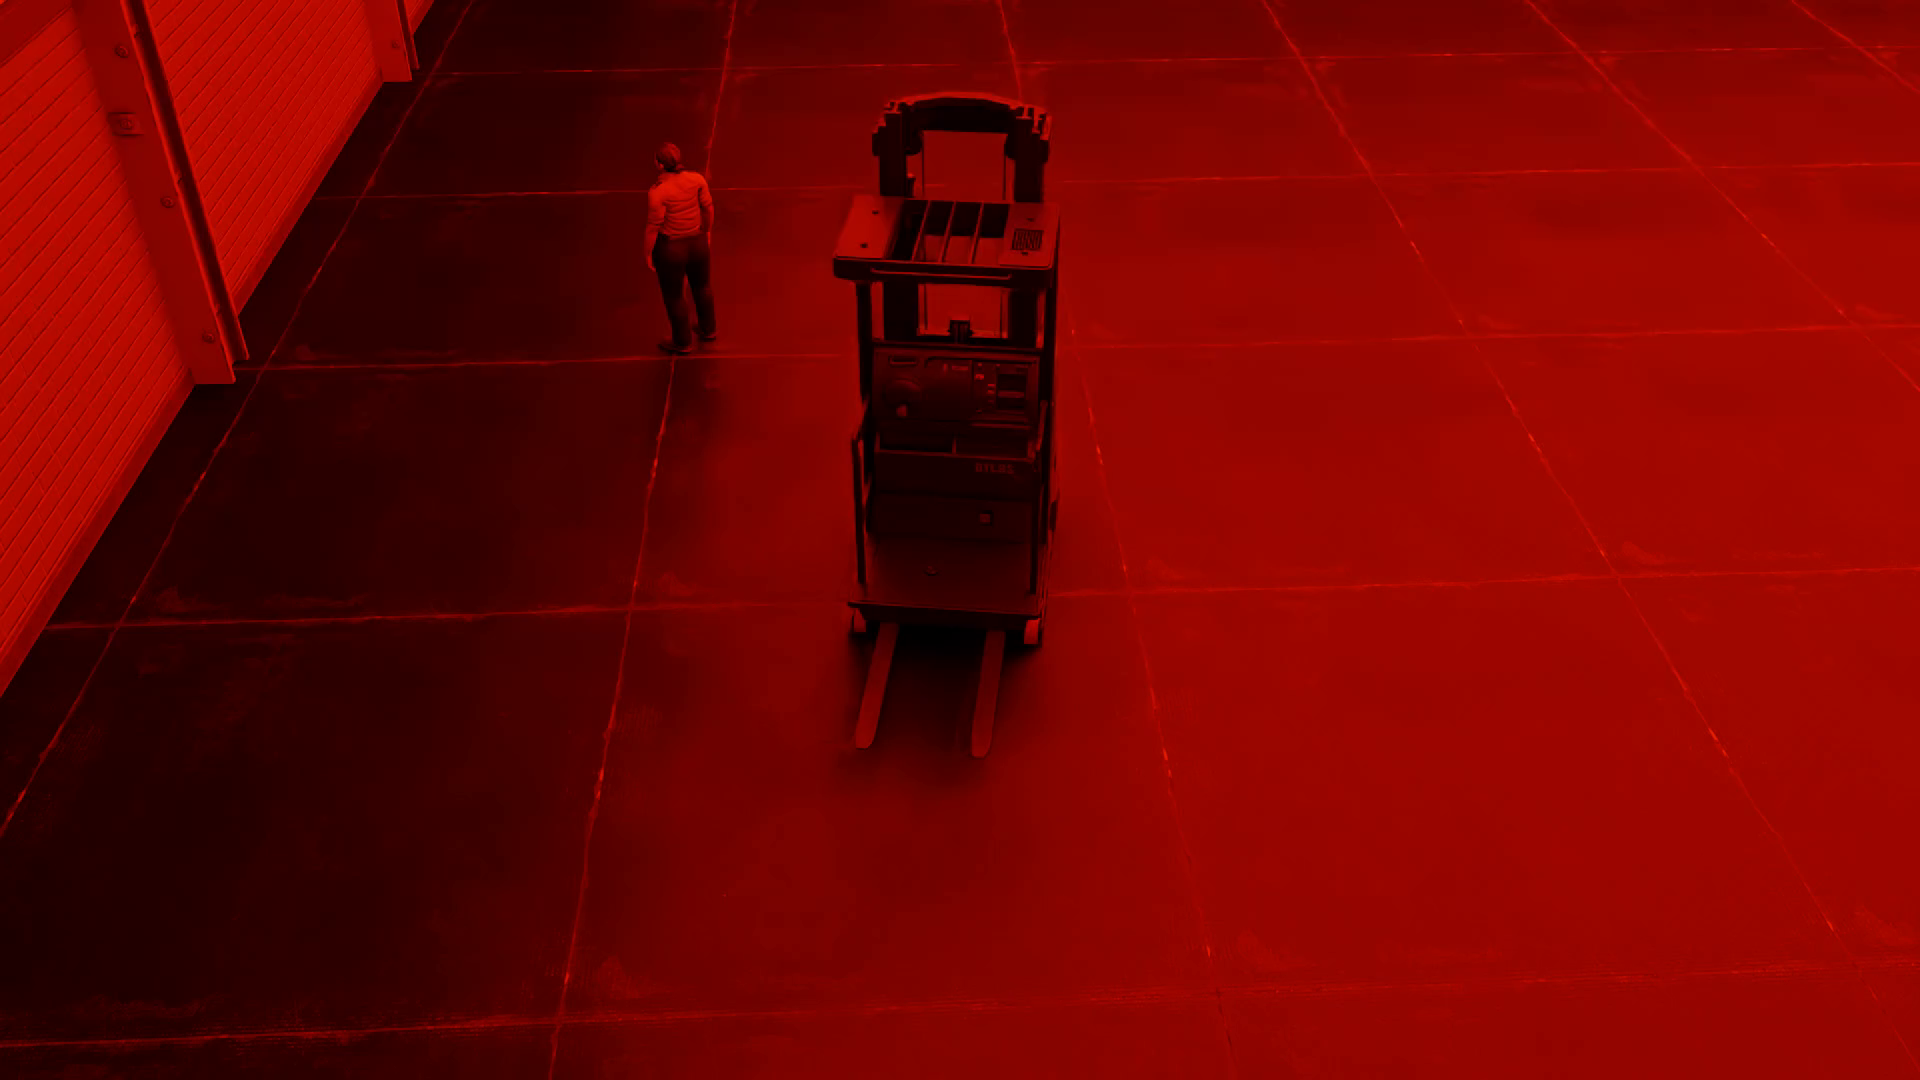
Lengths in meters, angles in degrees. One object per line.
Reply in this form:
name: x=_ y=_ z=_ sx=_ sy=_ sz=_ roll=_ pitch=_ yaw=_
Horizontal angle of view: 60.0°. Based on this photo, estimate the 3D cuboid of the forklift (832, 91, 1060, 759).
forklift: x=-0.046 y=-0.787 z=9.092 sx=1.130 sy=2.935 sz=3.031 roll=4 pitch=36 yaw=5

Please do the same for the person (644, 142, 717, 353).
person: x=-2.057 y=-2.132 z=12.025 sx=0.580 sy=1.658 sz=0.484 roll=-25 pitch=43 yaw=-30
